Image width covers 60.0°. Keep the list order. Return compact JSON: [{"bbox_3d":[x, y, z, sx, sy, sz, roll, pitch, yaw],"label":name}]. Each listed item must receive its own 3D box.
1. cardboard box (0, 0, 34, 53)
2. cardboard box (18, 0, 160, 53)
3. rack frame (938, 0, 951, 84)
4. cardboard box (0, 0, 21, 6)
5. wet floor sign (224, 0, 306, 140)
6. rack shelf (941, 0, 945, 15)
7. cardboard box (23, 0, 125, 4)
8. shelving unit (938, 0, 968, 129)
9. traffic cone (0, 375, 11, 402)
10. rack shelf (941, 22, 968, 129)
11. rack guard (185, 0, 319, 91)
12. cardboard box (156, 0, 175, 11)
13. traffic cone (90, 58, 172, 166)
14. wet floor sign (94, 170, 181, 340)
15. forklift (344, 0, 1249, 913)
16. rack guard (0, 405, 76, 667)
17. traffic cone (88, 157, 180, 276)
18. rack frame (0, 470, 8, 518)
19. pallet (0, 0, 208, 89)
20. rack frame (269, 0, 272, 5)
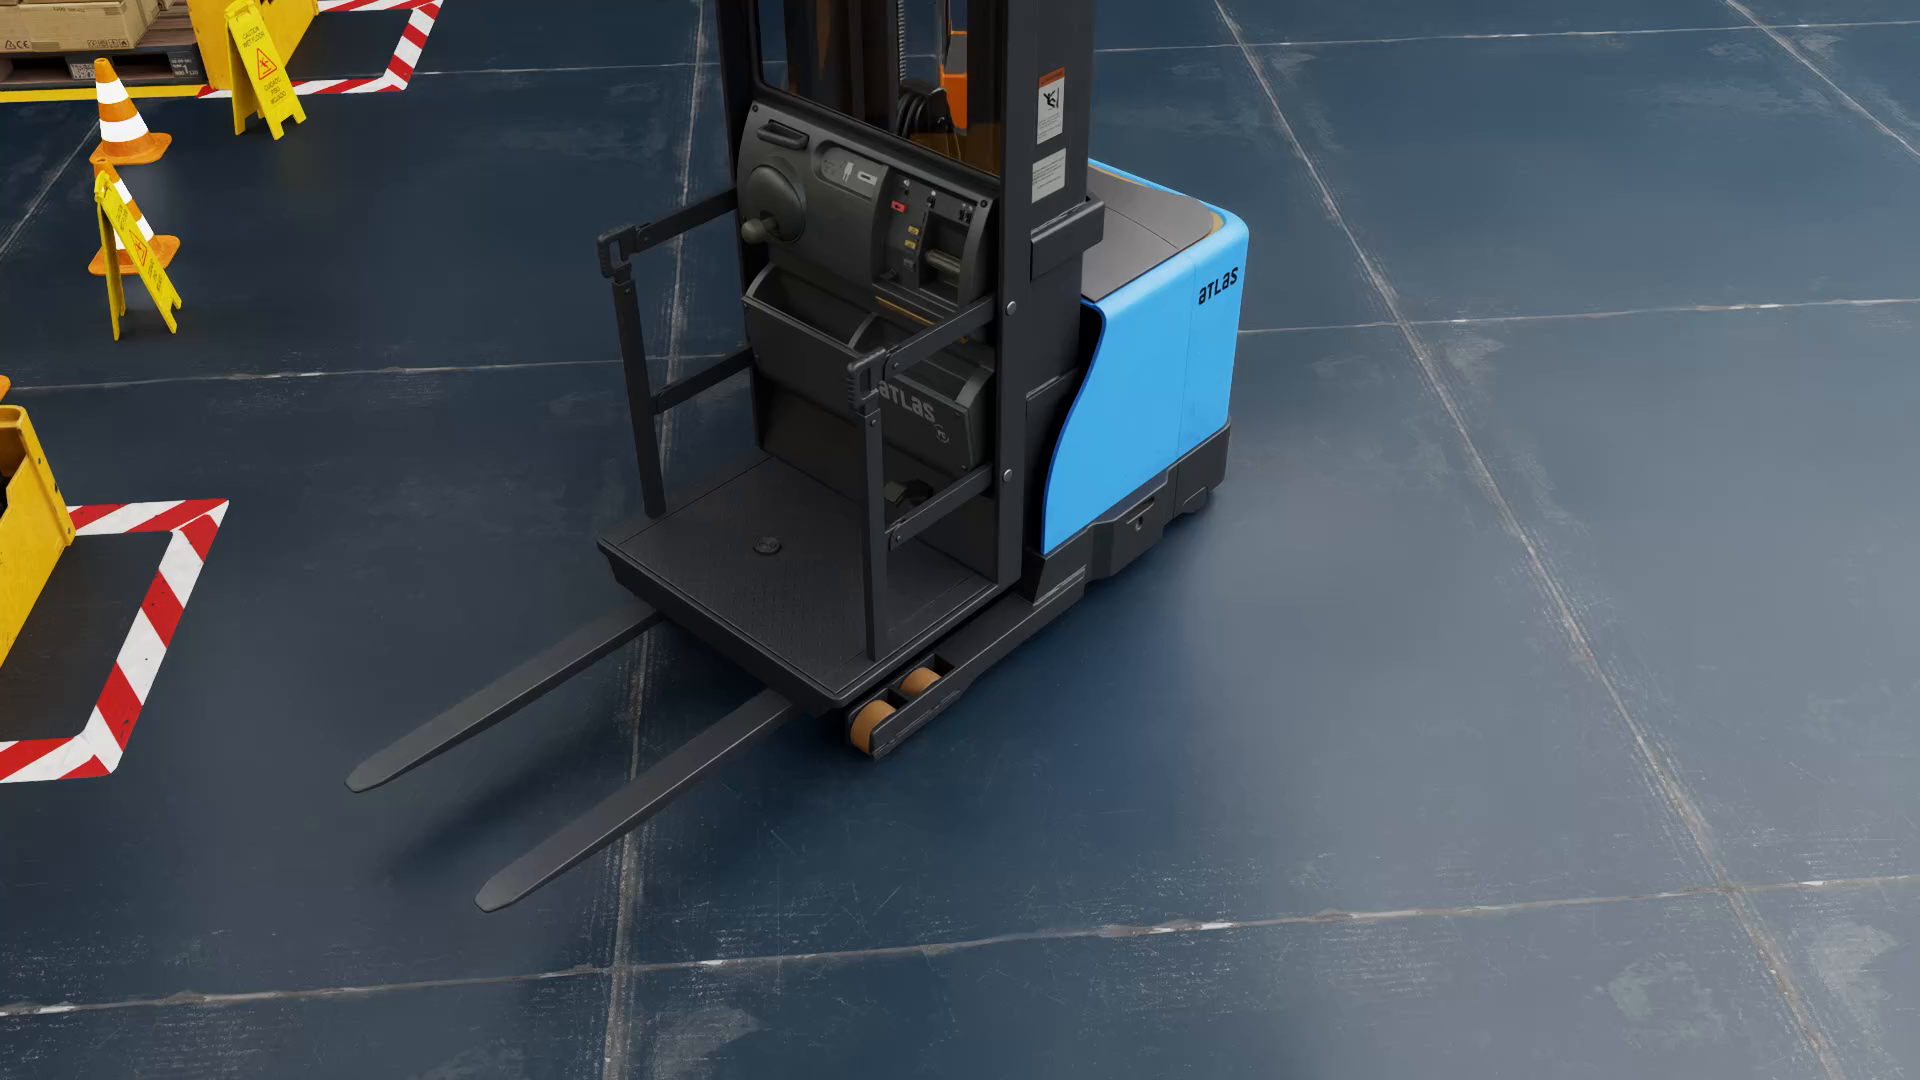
[{"bbox_3d":[-5.058,-2.763,8.711,0.500,0.250,0.500,-3,38,-4],"label":"cardboard box"},{"bbox_3d":[-4.565,-2.786,8.740,0.500,0.250,0.500,-3,38,-4],"label":"cardboard box"},{"bbox_3d":[-0.055,-1.566,6.040,0.015,2.100,0.400,2,38,3],"label":"rack frame"},{"bbox_3d":[-5.054,-3.056,8.477,0.500,0.500,0.500,-2,38,-2],"label":"cardboard box"},{"bbox_3d":[-3.476,-2.338,8.192,0.232,0.644,0.267,9,39,12],"label":"wet floor sign"},{"bbox_3d":[0.189,-2.095,5.602,0.480,0.518,0.431,2,38,3],"label":"rack shelf"},{"bbox_3d":[-4.534,-3.087,8.516,0.500,0.500,0.500,-3,38,-4],"label":"cardboard box"},{"bbox_3d":[0.189,-1.556,6.027,0.503,2.100,0.431,2,38,3],"label":"shelving unit"},{"bbox_3d":[-3.875,-0.714,6.282,0.334,0.463,0.336,-3,38,-4],"label":"traffic cone"},{"bbox_3d":[0.189,-1.545,6.035,0.480,0.518,0.431,2,38,3],"label":"rack shelf"},{"bbox_3d":[-3.835,-2.926,9.055,0.348,0.500,1.175,-3,38,-4],"label":"rack guard"},{"bbox_3d":[-4.588,-3.124,9.168,0.500,0.250,0.500,-3,38,-4],"label":"cardboard box"},{"bbox_3d":[-4.074,-2.096,8.033,0.334,0.463,0.336,-3,38,-4],"label":"traffic cone"},{"bbox_3d":[-3.367,-1.162,6.702,0.232,0.644,0.267,-9,39,-12],"label":"wet floor sign"},{"bbox_3d":[-0.421,-0.866,4.481,1.130,2.935,3.031,30,47,32],"label":"forklift"},{"bbox_3d":[-3.197,0.117,5.198,0.348,0.500,1.175,-3,38,-4],"label":"rack guard"},{"bbox_3d":[-3.637,-1.430,7.189,0.334,0.463,0.336,-3,38,-4],"label":"traffic cone"},{"bbox_3d":[-3.220,-0.863,4.422,0.127,3.000,1.000,-3,38,-4],"label":"rack frame"},{"bbox_3d":[-4.648,-2.790,9.116,1.213,0.211,1.003,-3,38,-4],"label":"pallet"},{"bbox_3d":[-3.760,-3.912,8.286,0.127,3.000,1.000,-3,38,-4],"label":"rack frame"}]
